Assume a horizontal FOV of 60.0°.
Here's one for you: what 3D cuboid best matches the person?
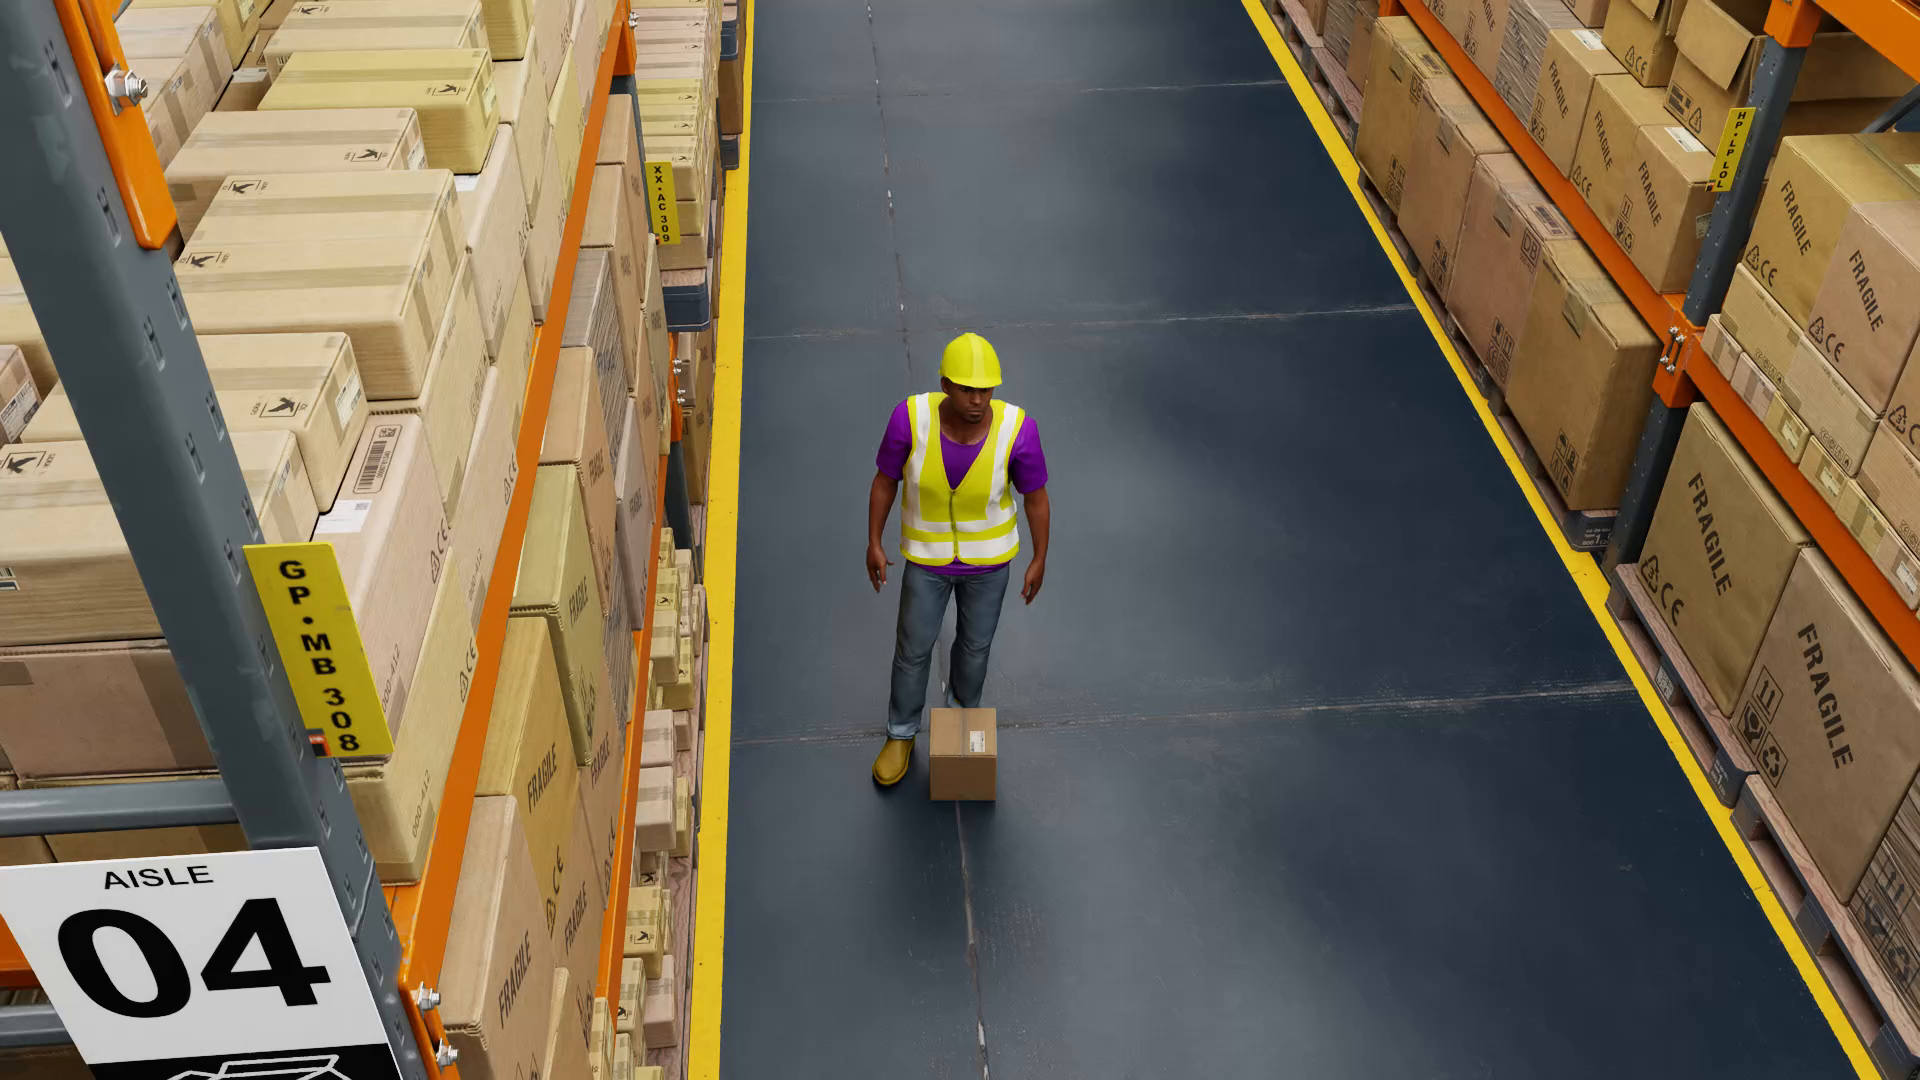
[{"bbox_3d":[-0.012,0.093,6.005,0.666,1.766,0.576,1,39,1],"label":"person"}]
